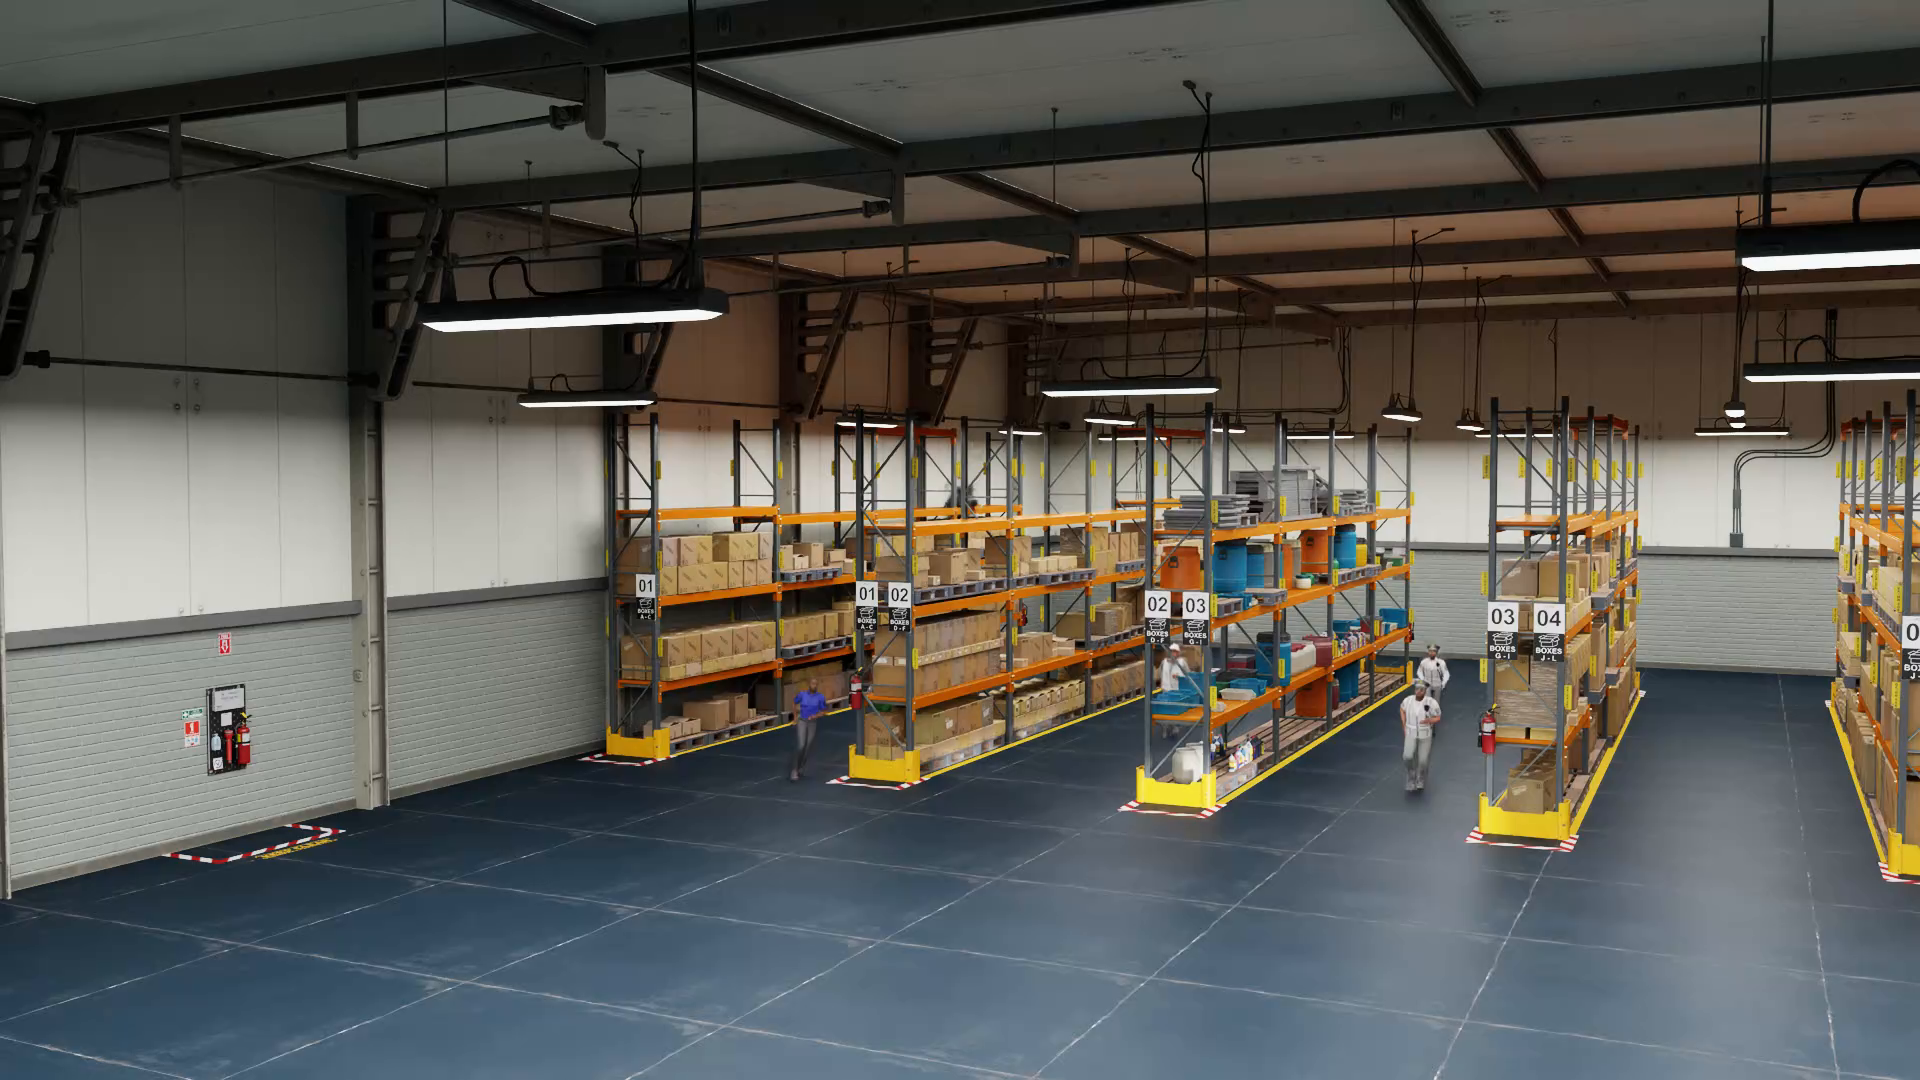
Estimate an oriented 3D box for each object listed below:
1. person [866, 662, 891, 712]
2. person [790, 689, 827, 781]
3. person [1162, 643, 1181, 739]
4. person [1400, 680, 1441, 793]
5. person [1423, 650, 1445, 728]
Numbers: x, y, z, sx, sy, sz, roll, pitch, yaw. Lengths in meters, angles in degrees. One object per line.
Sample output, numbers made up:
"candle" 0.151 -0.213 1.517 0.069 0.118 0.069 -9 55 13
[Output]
"person" -1.453 2.955 30.904 0.632 1.398 0.693 0 2 10
"person" -2.484 3.162 27.098 0.600 1.484 0.542 0 2 -11
"person" 3.998 2.822 31.102 0.417 1.797 0.764 1 3 18
"person" 7.130 3.042 25.798 0.648 1.782 0.743 1 3 22
"person" 9.165 2.857 32.173 0.456 1.616 0.598 1 3 23
